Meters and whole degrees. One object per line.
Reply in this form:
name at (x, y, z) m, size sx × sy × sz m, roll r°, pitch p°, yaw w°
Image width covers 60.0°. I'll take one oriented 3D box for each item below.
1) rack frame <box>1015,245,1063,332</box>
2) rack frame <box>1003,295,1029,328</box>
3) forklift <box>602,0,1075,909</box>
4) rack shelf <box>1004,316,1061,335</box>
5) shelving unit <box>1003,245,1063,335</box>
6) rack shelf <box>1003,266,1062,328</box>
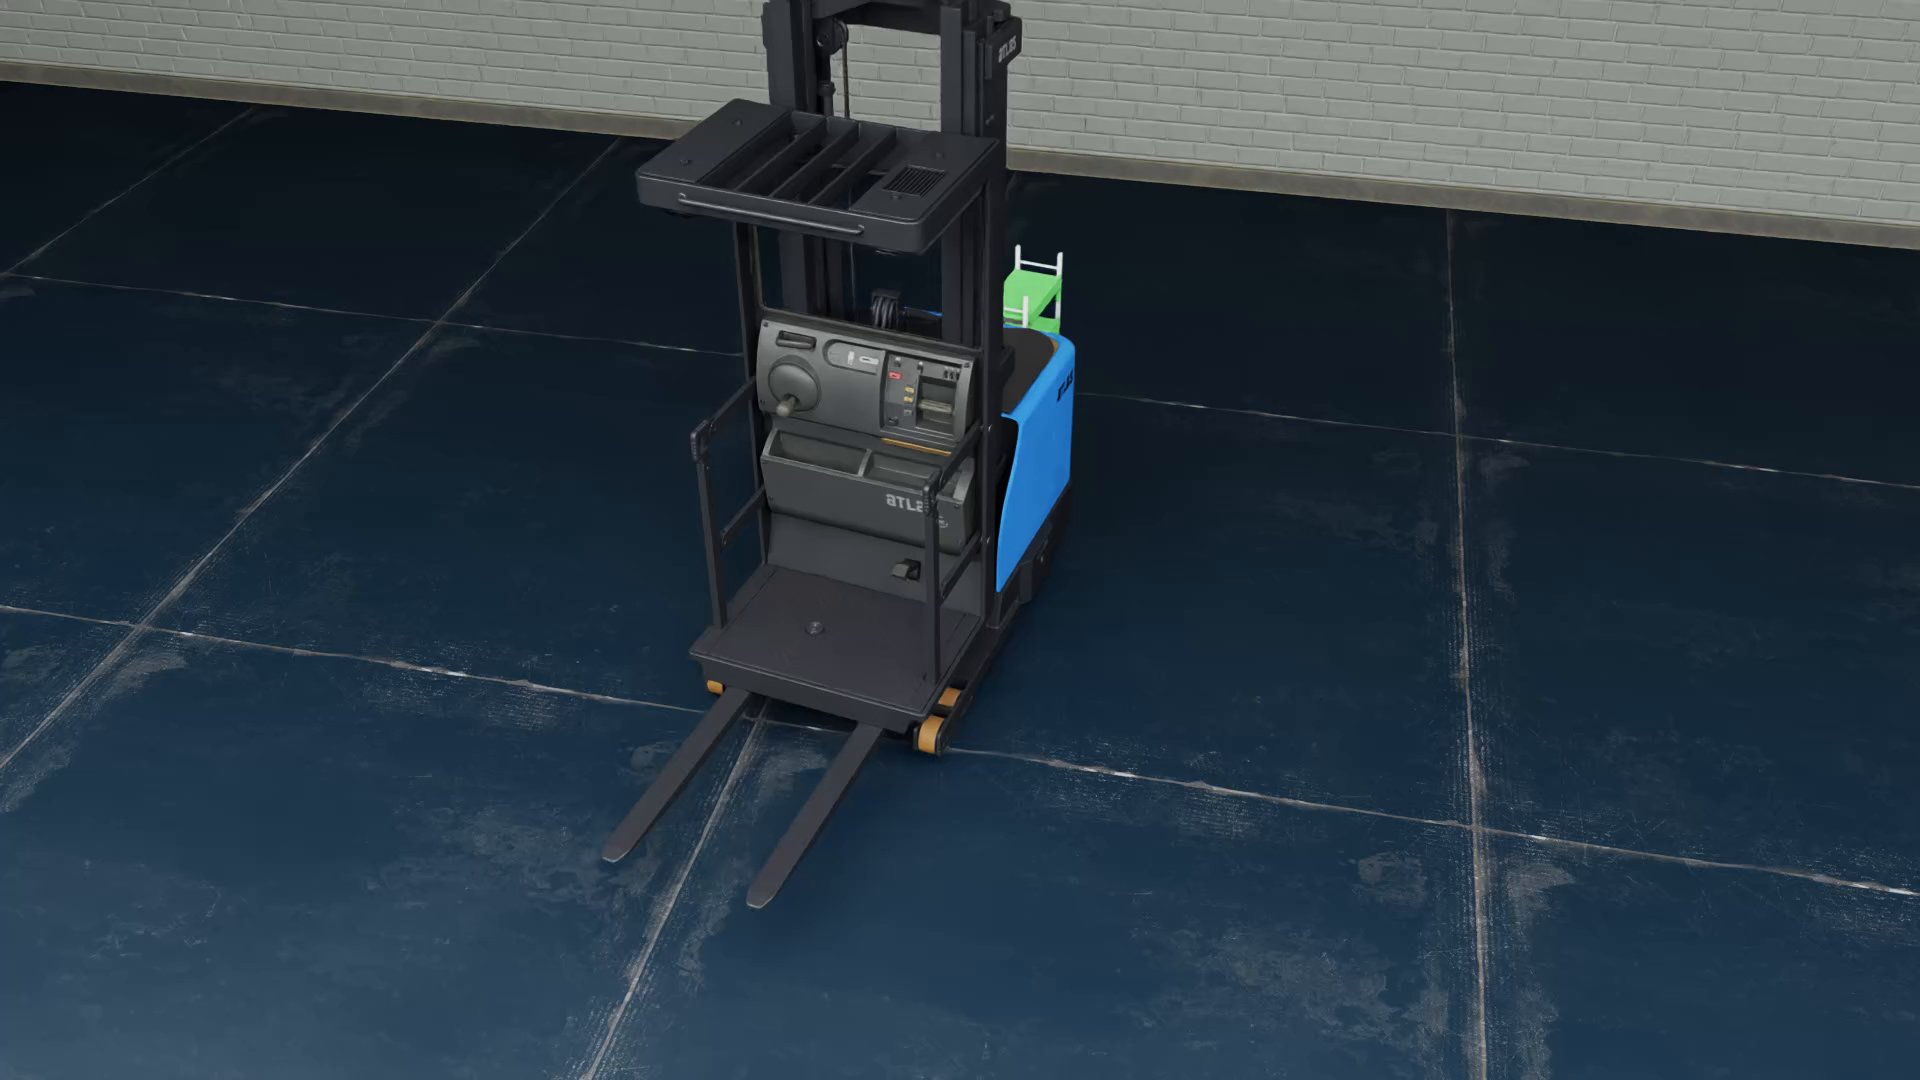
rack frame at (0.389, -0.943, 8.529) m, size 0.240 × 1.200 × 0.015 m, roll 13°, pitch 38°, yaw 18°
rack frame at (0.207, -0.678, 8.163) m, size 0.240 × 1.200 × 0.015 m, roll 13°, pitch 38°, yaw 18°
forklift at (-0.468, -0.567, 6.534) m, size 1.130 × 2.935 × 3.031 m, roll 13°, pitch 38°, yaw 18°
rack shelf at (0.298, -0.953, 8.243) m, size 0.258 × 0.148 × 0.480 m, roll 13°, pitch 38°, yaw 18°
shelving unit at (0.298, -0.811, 8.346) m, size 0.258 × 1.200 × 0.503 m, roll 13°, pitch 38°, yaw 18°
rack shelf at (0.298, -1.148, 8.102) m, size 0.258 × 0.148 × 0.480 m, roll 13°, pitch 38°, yaw 18°
